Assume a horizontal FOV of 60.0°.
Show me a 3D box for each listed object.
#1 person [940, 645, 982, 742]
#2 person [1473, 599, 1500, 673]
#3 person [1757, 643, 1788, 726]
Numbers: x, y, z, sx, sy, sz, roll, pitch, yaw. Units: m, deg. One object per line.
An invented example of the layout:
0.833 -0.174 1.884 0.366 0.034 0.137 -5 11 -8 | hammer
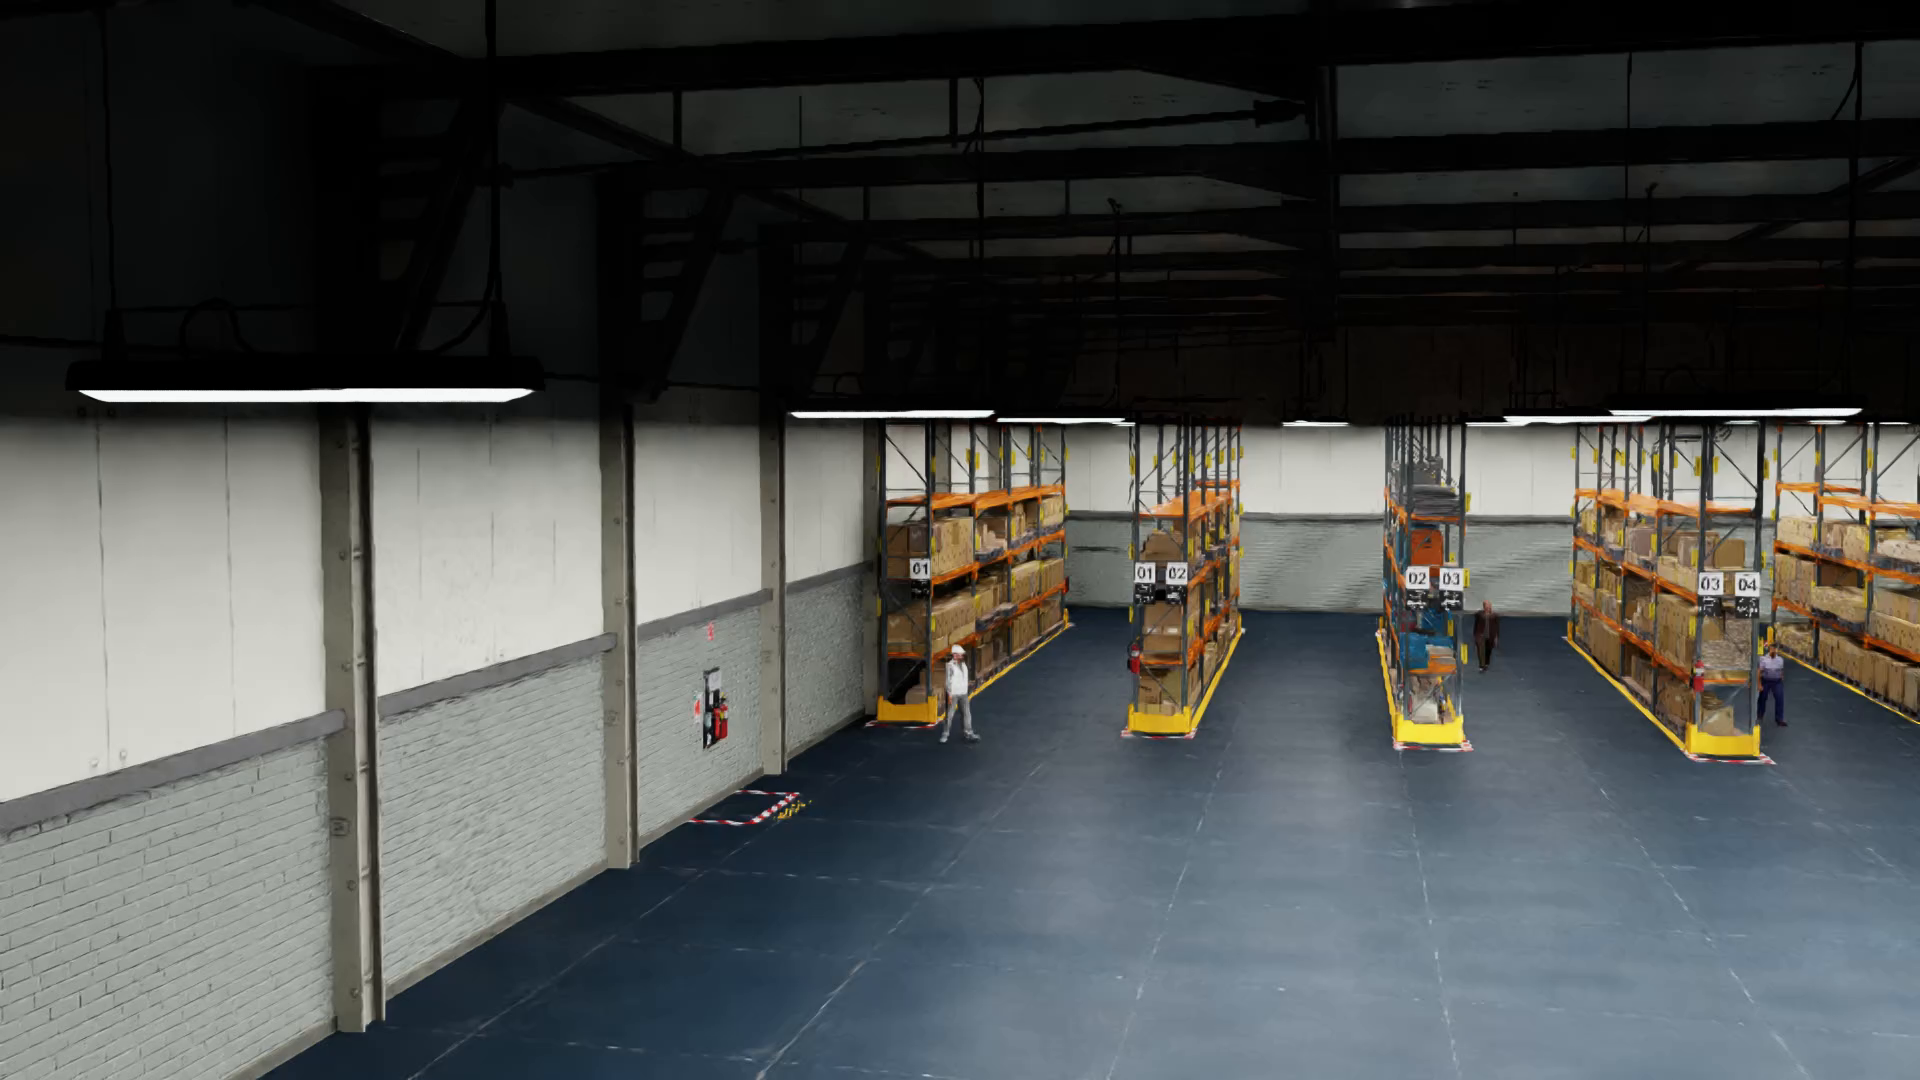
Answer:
-0.024 2.780 30.267 0.723 1.764 0.528 -4 5 -44 | person
12.304 2.229 38.832 0.588 1.700 1.193 1 4 11 | person
15.633 2.755 32.089 0.479 1.567 1.090 1 4 15 | person
